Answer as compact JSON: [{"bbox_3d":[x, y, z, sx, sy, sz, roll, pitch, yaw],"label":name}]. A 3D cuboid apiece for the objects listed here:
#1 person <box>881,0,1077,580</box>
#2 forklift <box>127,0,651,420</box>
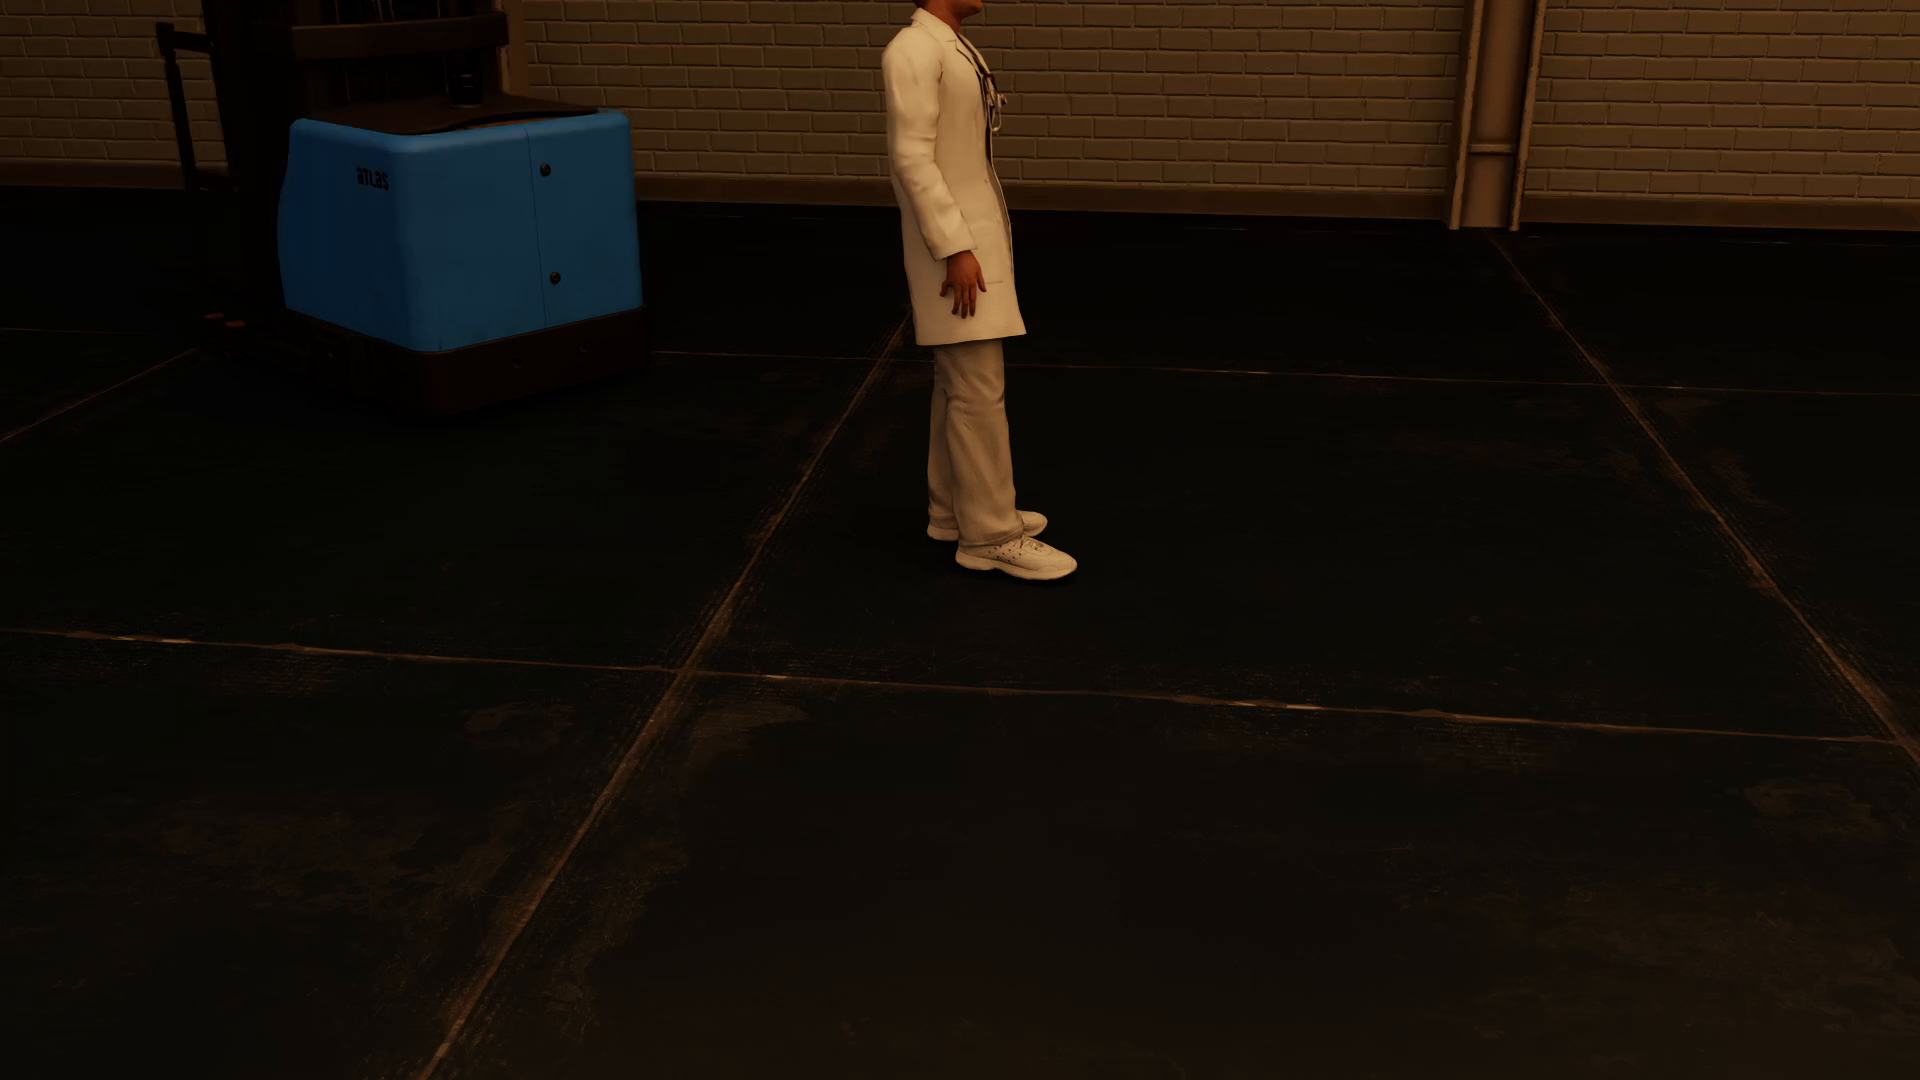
[{"bbox_3d":[0.090,-0.826,4.828,0.578,1.778,0.696,3,22,7],"label":"person"},{"bbox_3d":[-2.686,-2.256,6.855,3.031,2.935,1.130,19,29,39],"label":"forklift"}]
